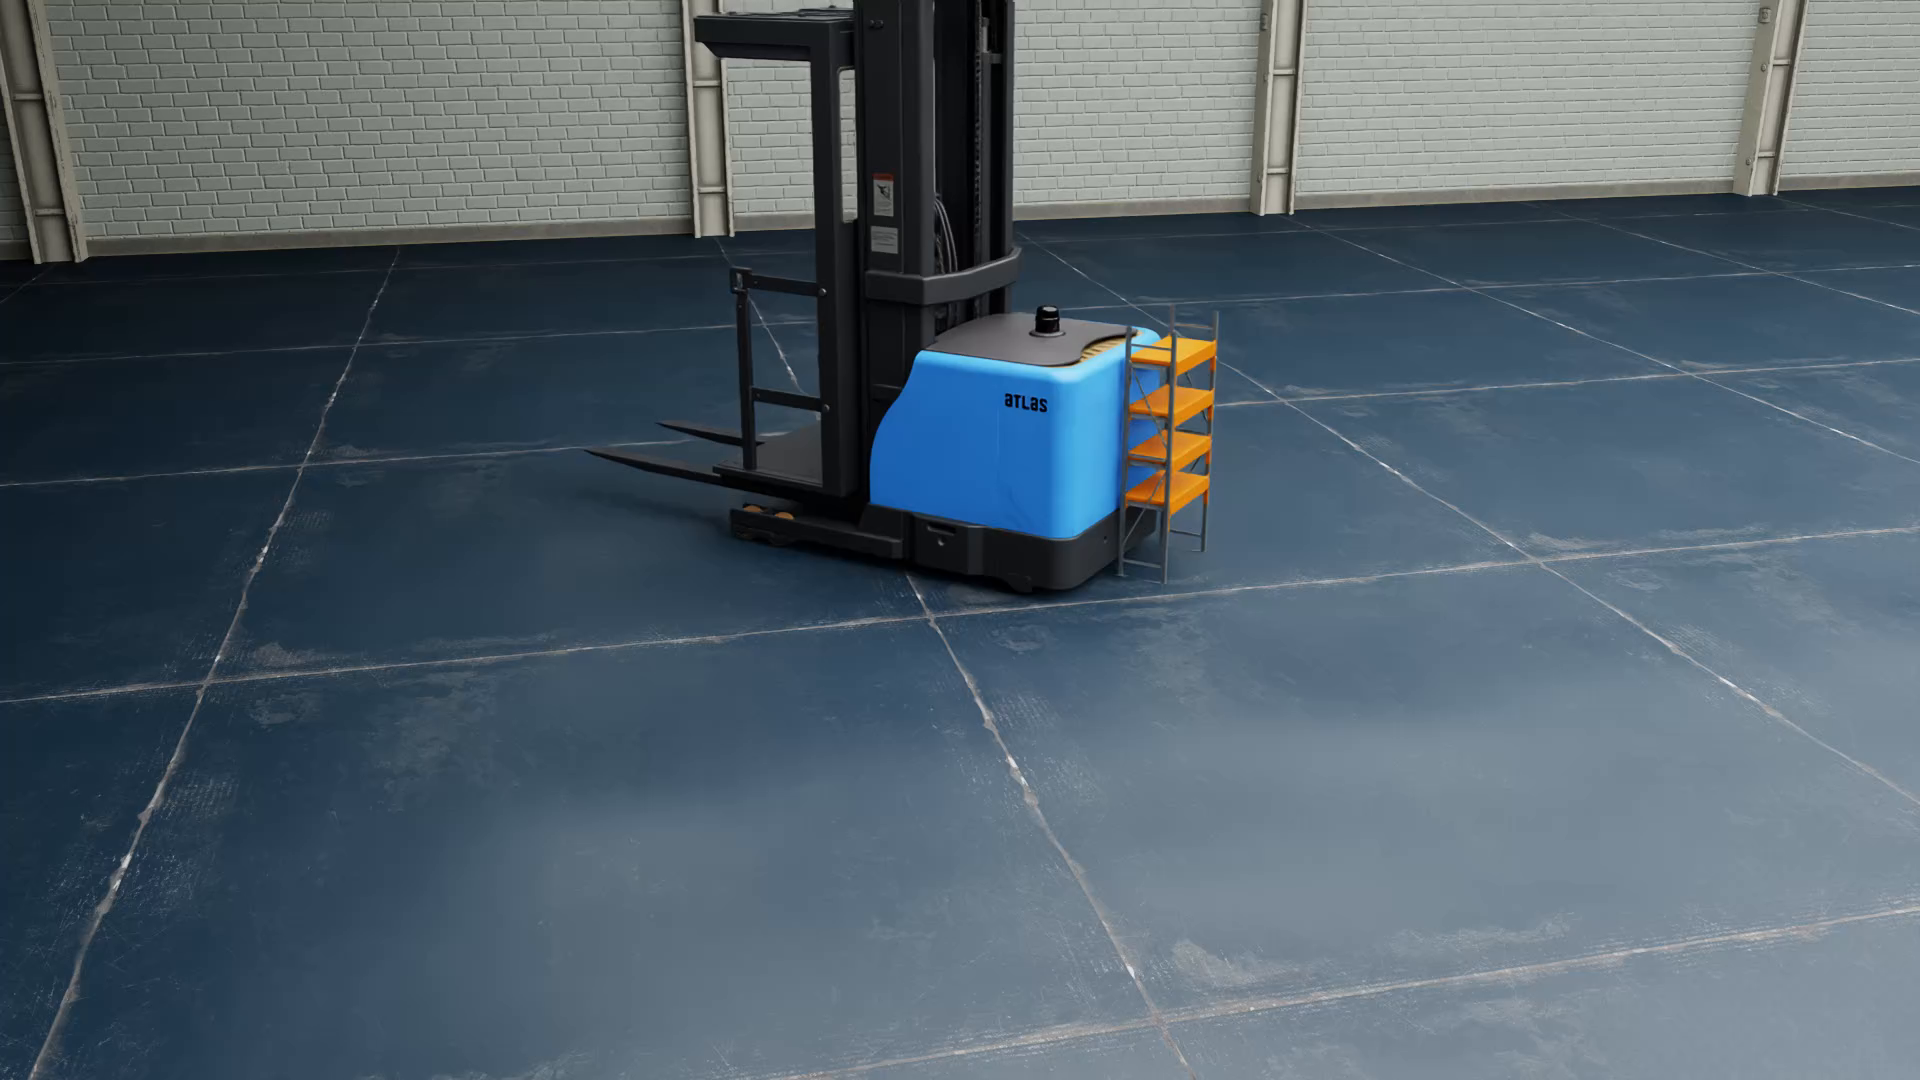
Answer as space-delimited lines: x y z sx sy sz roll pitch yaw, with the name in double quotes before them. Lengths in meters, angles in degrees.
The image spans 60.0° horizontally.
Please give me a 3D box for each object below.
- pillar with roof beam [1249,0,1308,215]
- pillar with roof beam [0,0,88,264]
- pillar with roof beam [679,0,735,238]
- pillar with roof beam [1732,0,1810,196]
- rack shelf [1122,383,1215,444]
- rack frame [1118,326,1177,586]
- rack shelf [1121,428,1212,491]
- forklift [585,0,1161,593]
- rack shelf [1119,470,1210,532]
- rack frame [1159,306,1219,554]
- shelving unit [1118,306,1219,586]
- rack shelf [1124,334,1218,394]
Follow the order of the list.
"pillar with roof beam" 4.356 -6.326 12.502 0.400 9.000 9.100 -5 21 -12
"pillar with roof beam" -7.322 -5.377 9.909 0.400 9.000 9.100 -5 21 -12
"pillar with roof beam" -1.483 -5.852 11.206 0.400 9.000 9.100 -5 21 -12
"pillar with roof beam" 10.195 -6.801 13.799 0.400 9.000 9.100 -5 21 -12
"rack shelf" 0.974 -0.593 7.735 0.258 0.148 0.480 11 23 28
"rack frame" 0.852 -0.374 7.590 0.240 1.200 0.015 11 23 28
"rack shelf" 0.974 -0.383 7.812 0.258 0.148 0.480 11 23 28
"forklift" -0.558 -1.489 8.118 3.031 2.935 1.130 11 23 28
"rack shelf" 0.974 -0.197 7.880 0.258 0.148 0.480 11 23 28
"rack frame" 1.095 -0.519 7.988 0.240 1.200 0.015 11 23 28
"shelving unit" 0.974 -0.446 7.789 0.258 1.200 0.503 11 23 28
"rack shelf" 0.974 -0.815 7.654 0.258 0.148 0.480 11 23 28
